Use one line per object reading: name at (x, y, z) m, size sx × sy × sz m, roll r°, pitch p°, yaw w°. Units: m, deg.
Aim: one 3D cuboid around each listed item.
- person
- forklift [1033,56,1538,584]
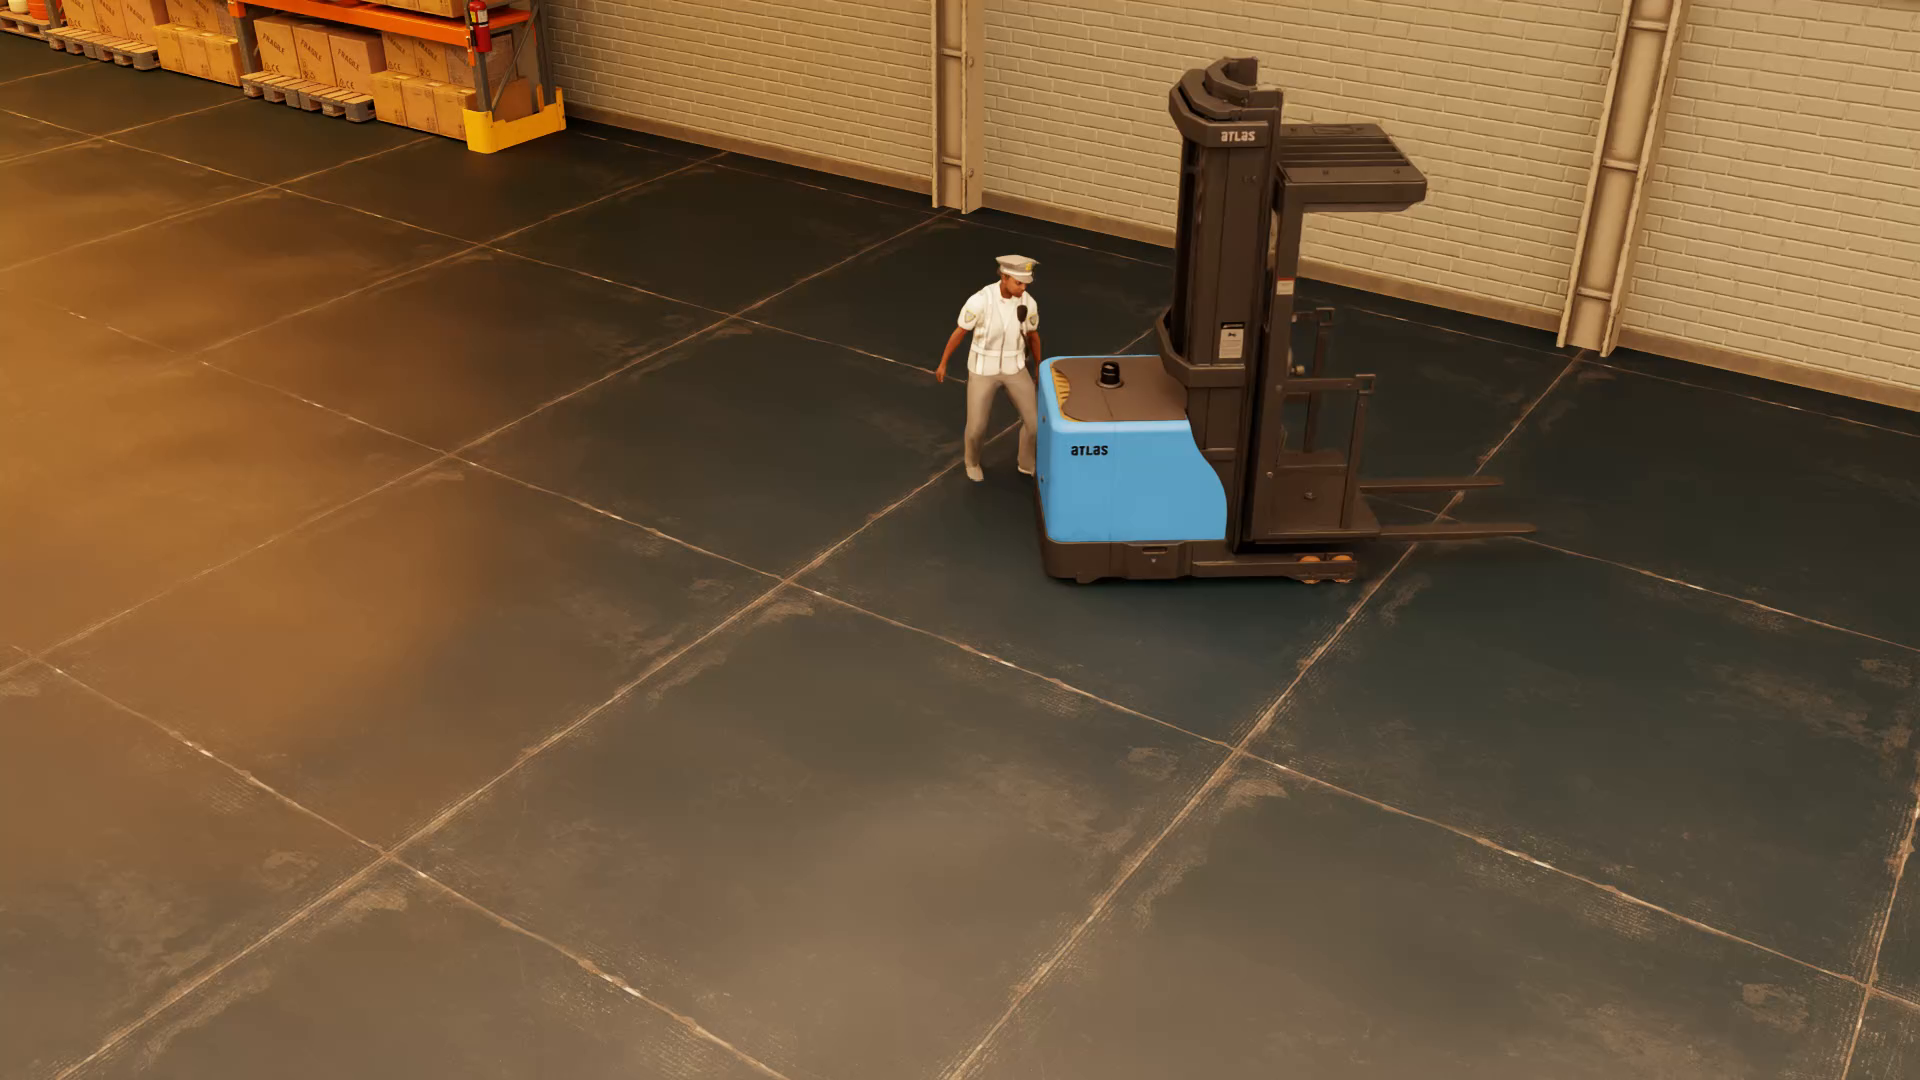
person at (0.254, -1.100, 10.845) m, size 0.814 × 1.642 × 0.444 m, roll -4°, pitch 30°, yaw -6°
forklift at (2.007, -1.270, 9.768) m, size 3.031 × 2.935 × 1.130 m, roll -1°, pitch 30°, yaw -2°
